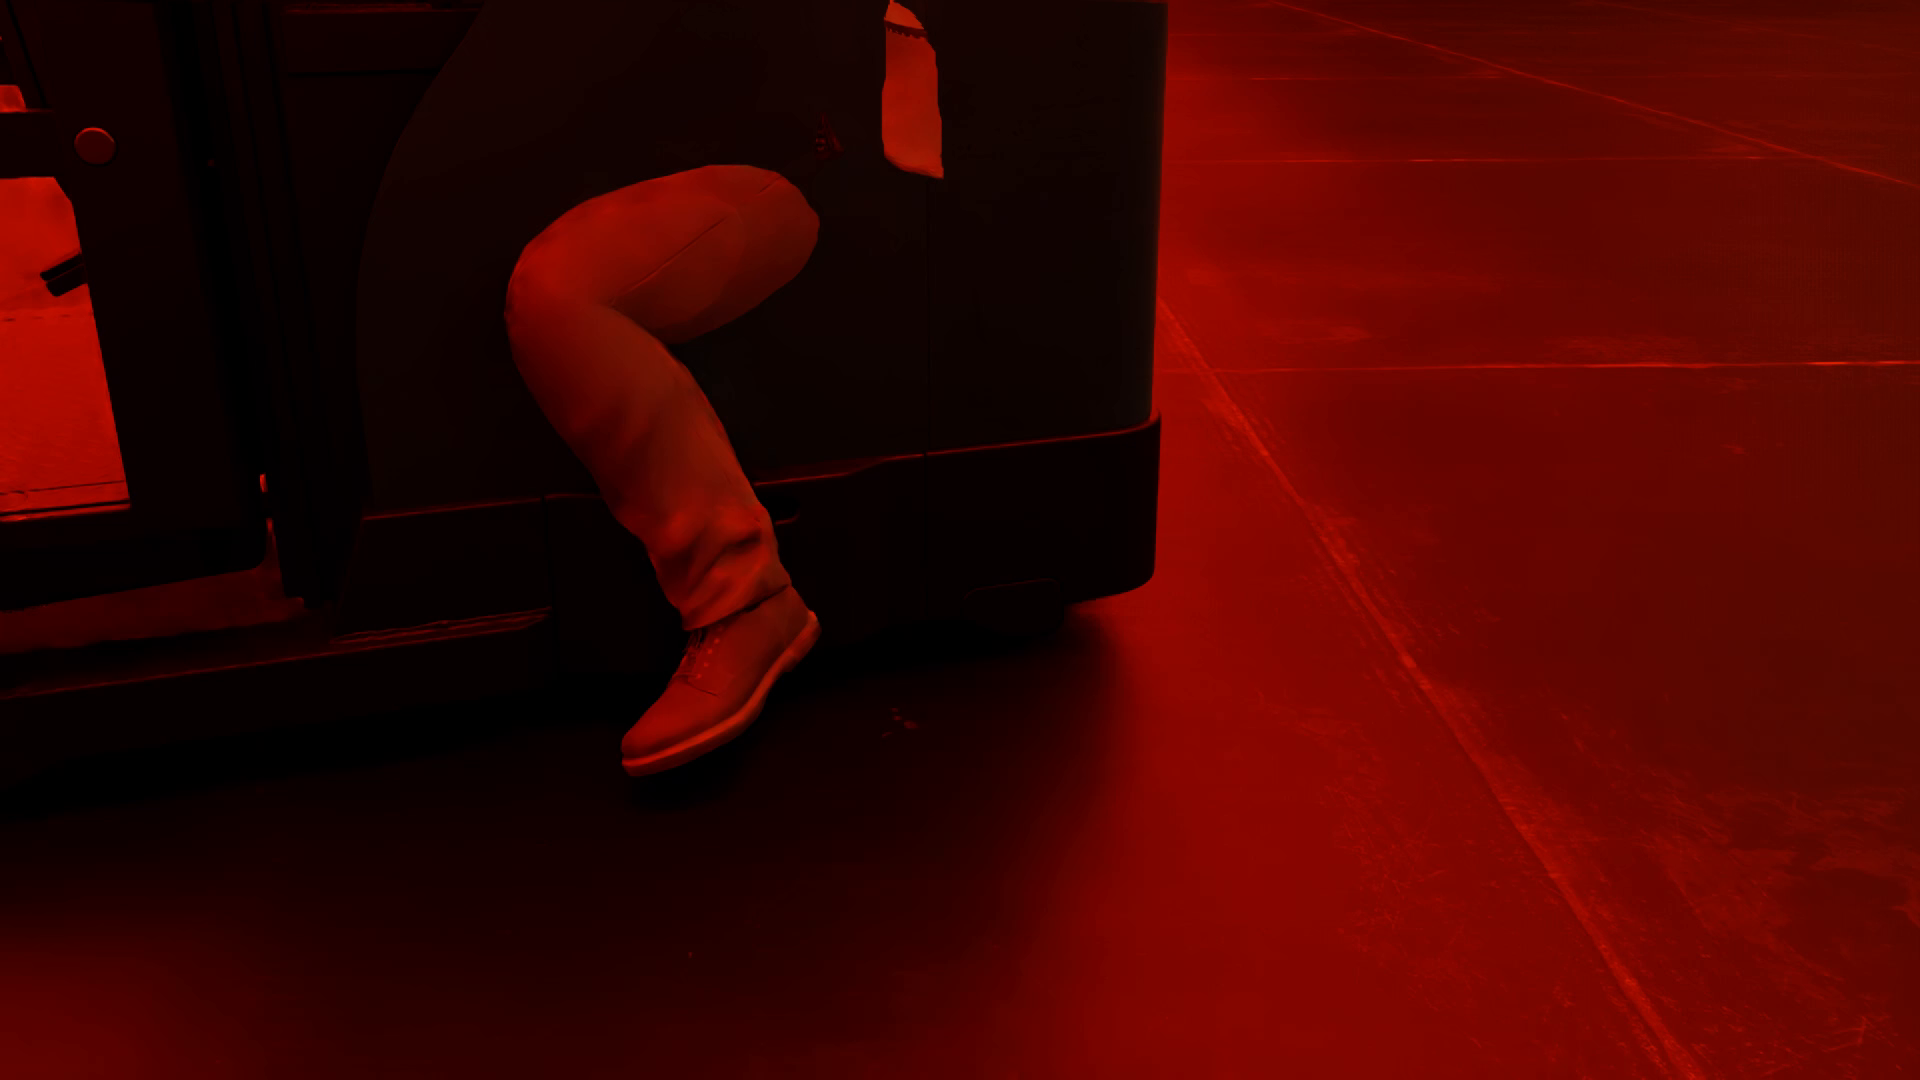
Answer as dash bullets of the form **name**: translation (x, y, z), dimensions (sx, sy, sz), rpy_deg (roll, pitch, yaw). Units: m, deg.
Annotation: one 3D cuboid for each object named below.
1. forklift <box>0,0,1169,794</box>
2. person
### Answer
- **forklift**: translation (-1.290, -1.228, 1.854), dimensions (3.031, 2.935, 1.130), rpy_deg (-7, 23, -18)
- **person**: translation (-0.329, -0.605, 2.191), dimensions (0.740, 1.520, 1.153), rpy_deg (4, 22, 9)
